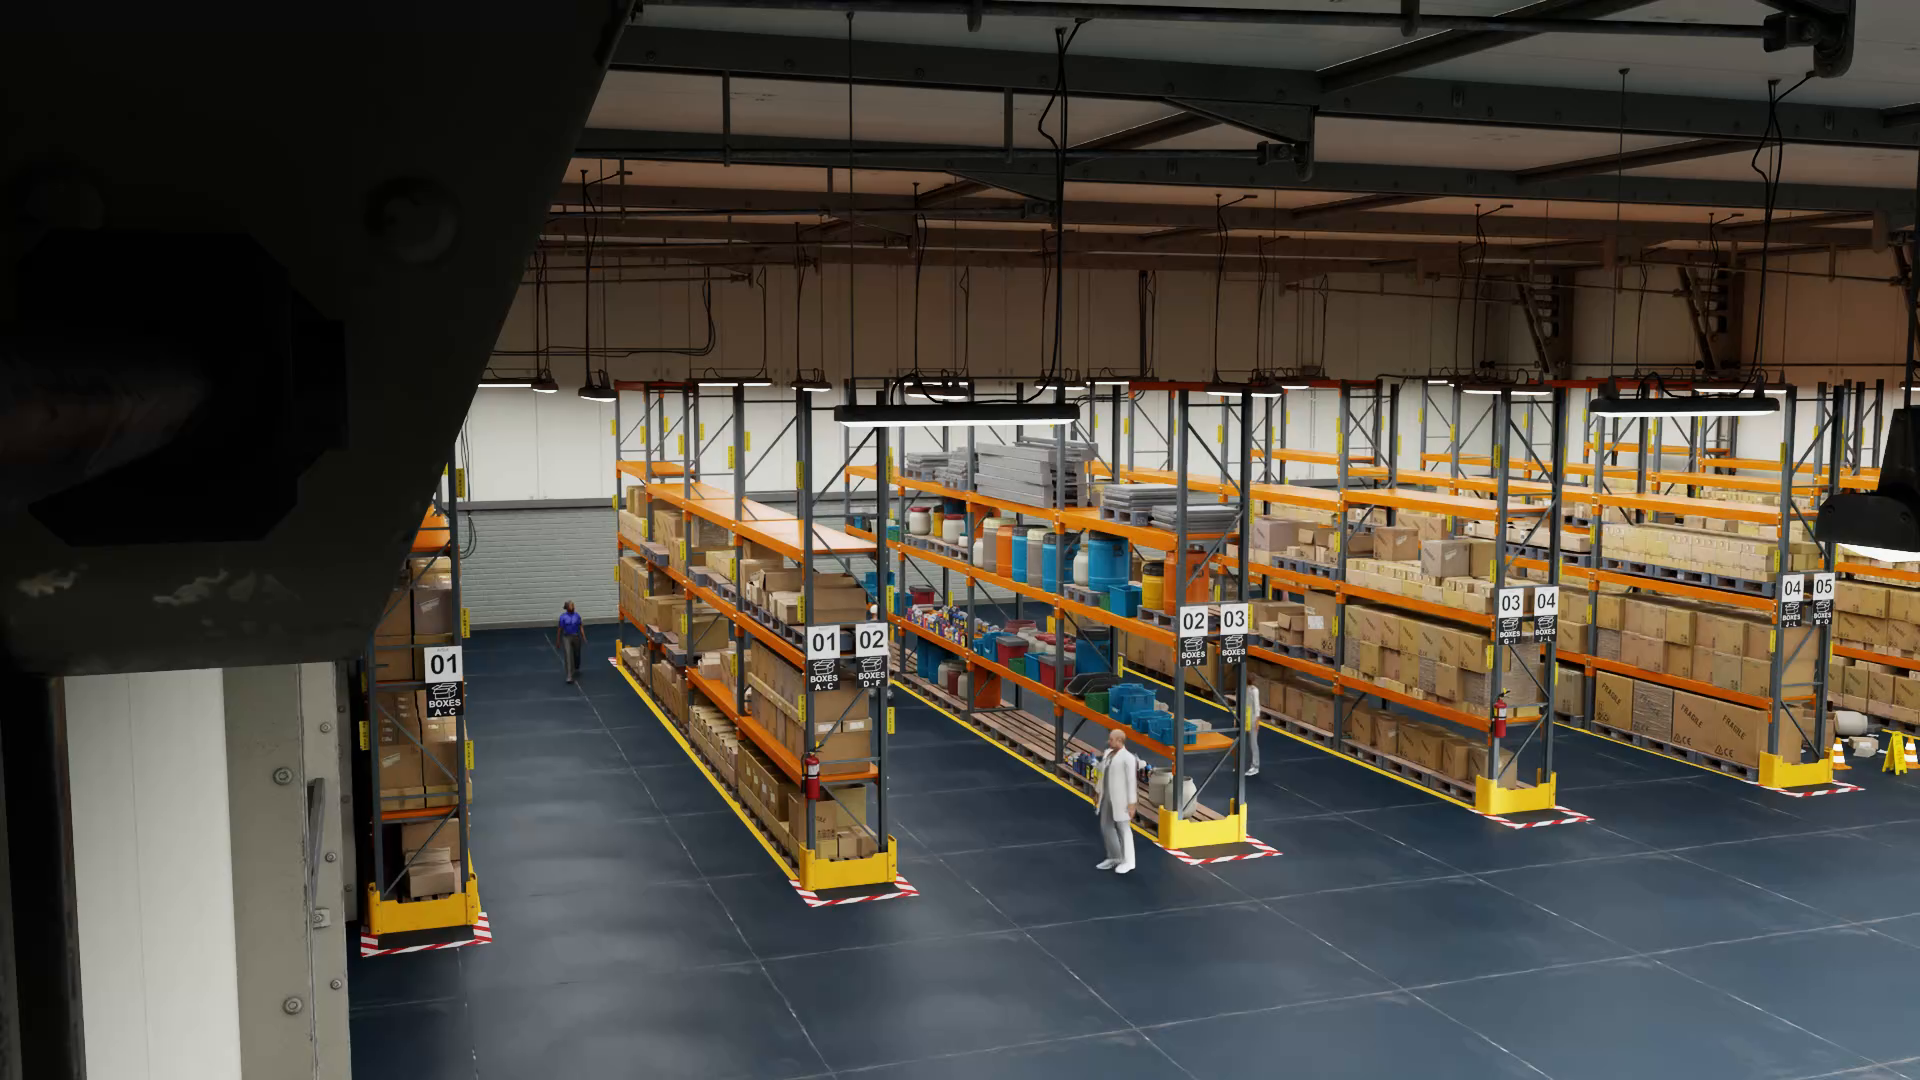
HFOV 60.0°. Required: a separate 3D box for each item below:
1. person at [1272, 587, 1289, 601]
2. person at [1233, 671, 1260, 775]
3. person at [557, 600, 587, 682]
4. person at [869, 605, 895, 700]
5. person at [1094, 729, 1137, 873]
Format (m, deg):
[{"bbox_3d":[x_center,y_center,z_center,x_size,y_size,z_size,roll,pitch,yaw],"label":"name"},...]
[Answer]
[{"bbox_3d":[8.053,1.084,41.863,0.555,1.604,0.999,-2,6,-22],"label":"person"},{"bbox_3d":[4.423,2.813,25.736,0.372,1.603,0.461,-5,8,-38],"label":"person"},{"bbox_3d":[-7.803,2.004,33.417,0.597,1.600,1.018,-2,6,-16],"label":"person"},{"bbox_3d":[-1.469,2.106,31.364,0.460,1.782,0.621,-4,7,-31],"label":"person"},{"bbox_3d":[1.953,3.258,20.784,0.412,1.823,0.688,-5,8,-39],"label":"person"}]
